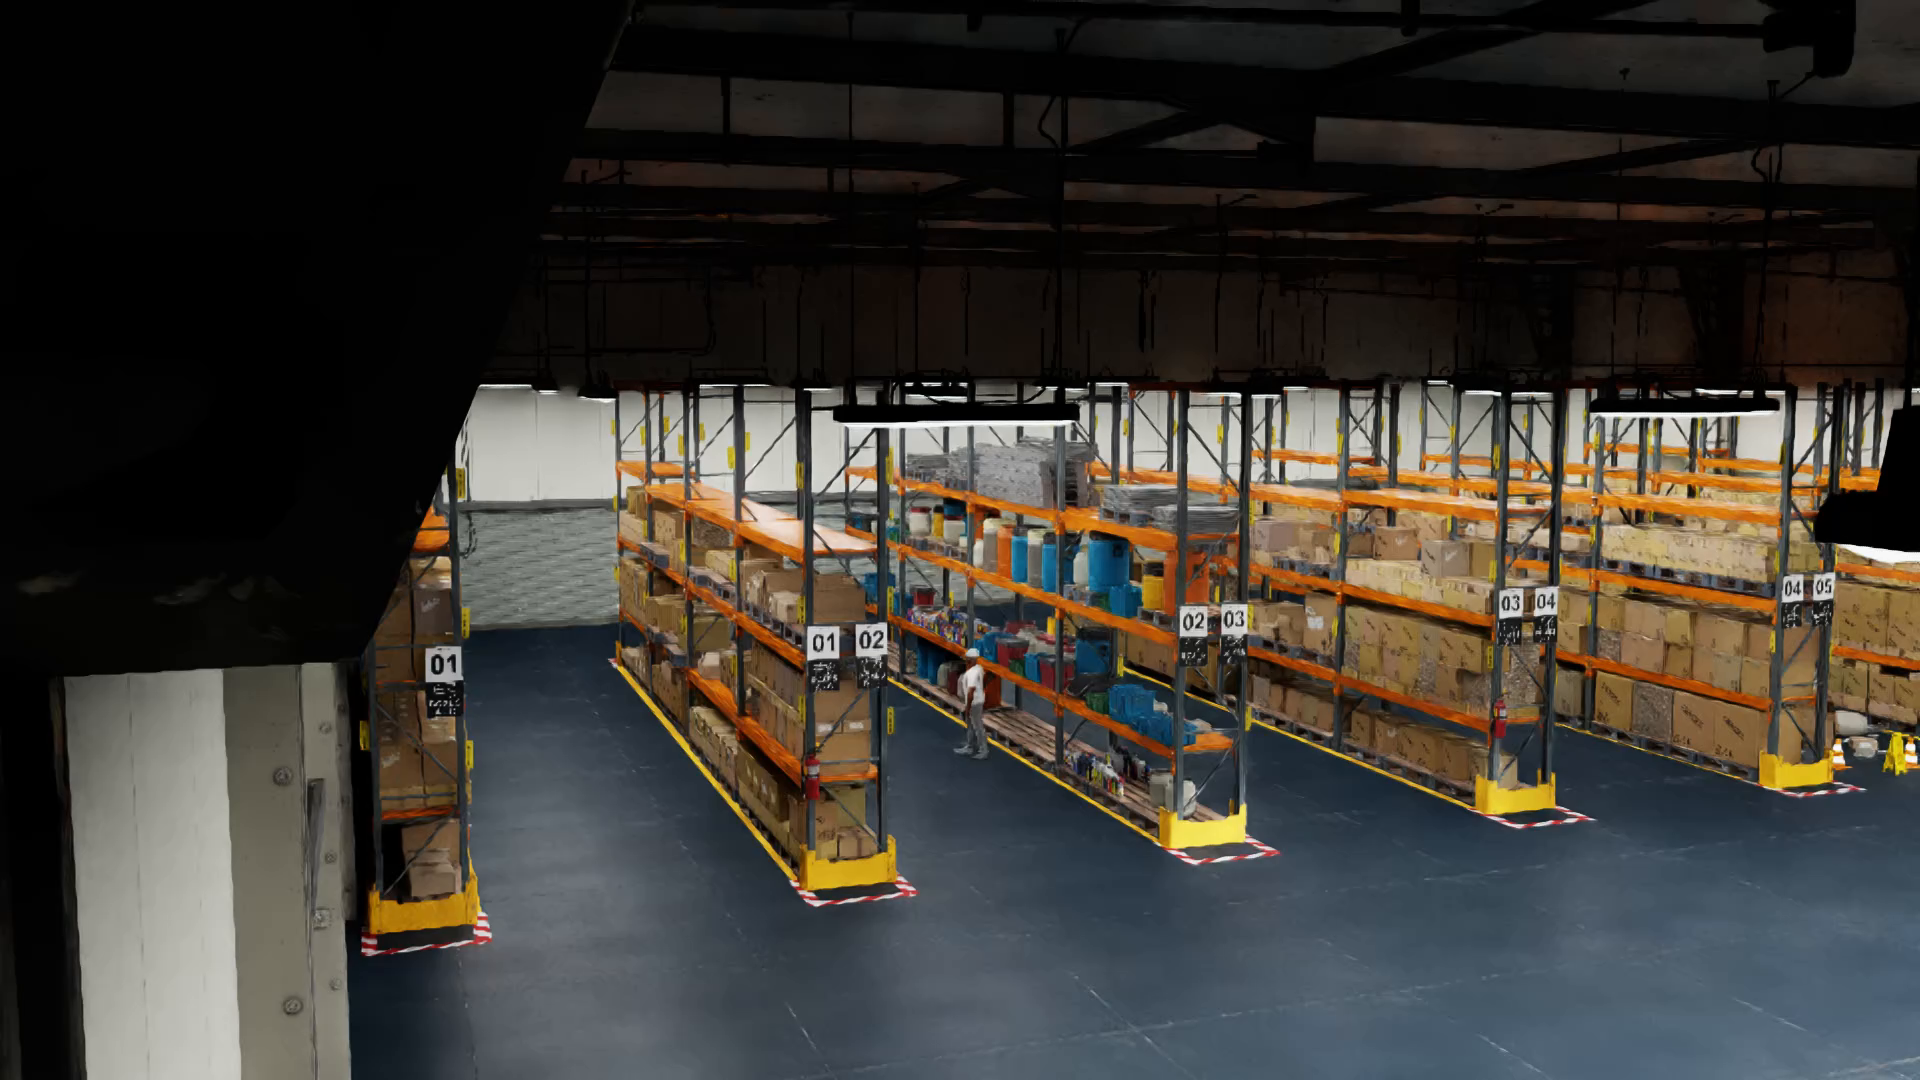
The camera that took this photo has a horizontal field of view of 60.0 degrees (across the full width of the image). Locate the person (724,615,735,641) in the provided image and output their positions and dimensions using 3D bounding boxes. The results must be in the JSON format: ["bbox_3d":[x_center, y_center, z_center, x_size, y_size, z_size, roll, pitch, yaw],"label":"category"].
[{"bbox_3d":[-4.914,1.682,36.421,0.636,1.628,0.506,-2,6,-22],"label":"person"}]

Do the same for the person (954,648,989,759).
[{"bbox_3d":[0.181,2.611,26.793,0.585,1.763,0.682,0,6,5],"label":"person"}]

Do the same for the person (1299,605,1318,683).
[{"bbox_3d":[6.818,2.062,32.789,0.522,1.591,0.523,1,6,11],"label":"person"}]
